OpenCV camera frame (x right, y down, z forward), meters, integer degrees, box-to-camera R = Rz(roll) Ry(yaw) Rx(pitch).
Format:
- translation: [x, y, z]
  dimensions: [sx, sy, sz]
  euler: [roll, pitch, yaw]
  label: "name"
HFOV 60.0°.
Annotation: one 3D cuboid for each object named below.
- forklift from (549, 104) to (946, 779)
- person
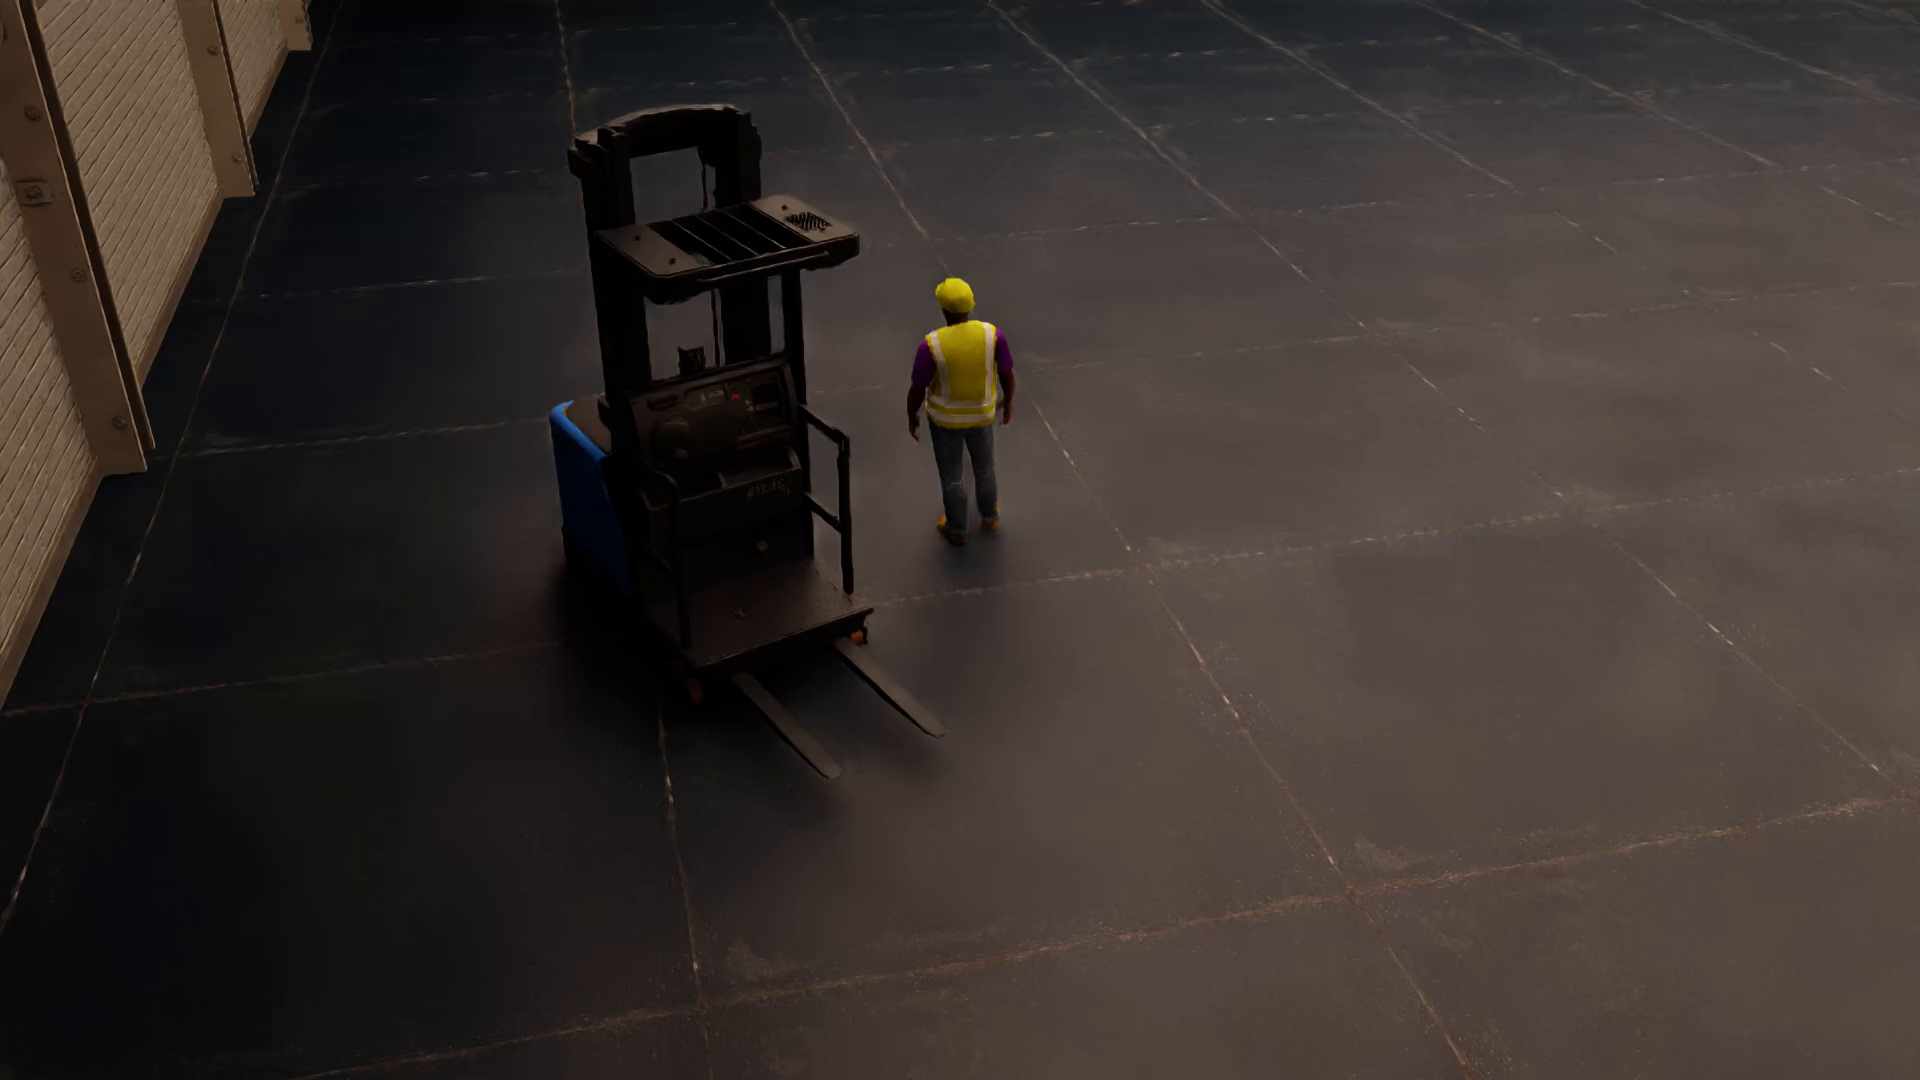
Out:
- translation: [-1.183, -0.643, 8.684]
  dimensions: [1.130, 2.935, 3.031]
  euler: [-18, 35, -29]
  label: "forklift"
- translation: [-0.011, -0.805, 10.113]
  dimensions: [0.665, 1.766, 0.576]
  euler: [-7, 31, -12]
  label: "person"
